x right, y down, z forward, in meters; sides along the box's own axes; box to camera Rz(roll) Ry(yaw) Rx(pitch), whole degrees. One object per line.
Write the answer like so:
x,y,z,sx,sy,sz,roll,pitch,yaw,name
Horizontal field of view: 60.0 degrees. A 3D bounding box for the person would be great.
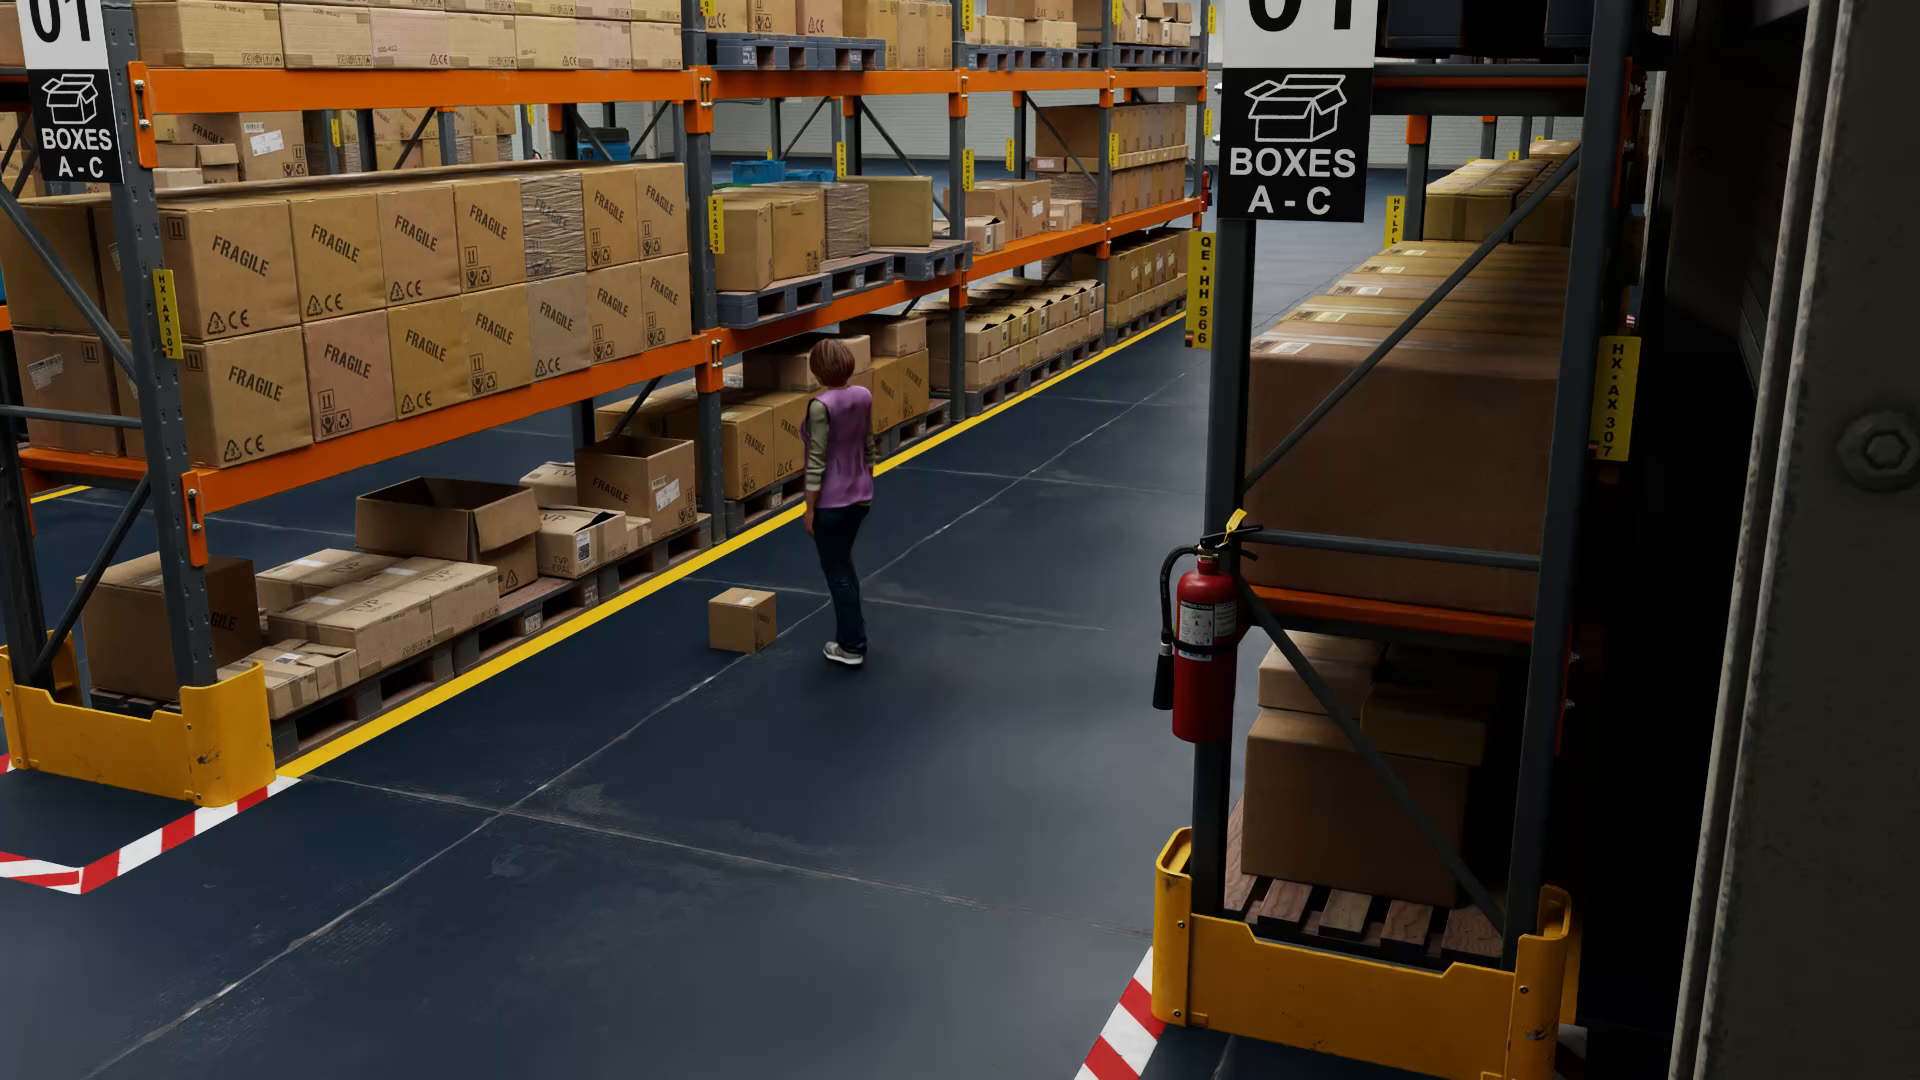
-0.604,-0.163,7.981,0.382,1.633,0.453,12,20,37,person
